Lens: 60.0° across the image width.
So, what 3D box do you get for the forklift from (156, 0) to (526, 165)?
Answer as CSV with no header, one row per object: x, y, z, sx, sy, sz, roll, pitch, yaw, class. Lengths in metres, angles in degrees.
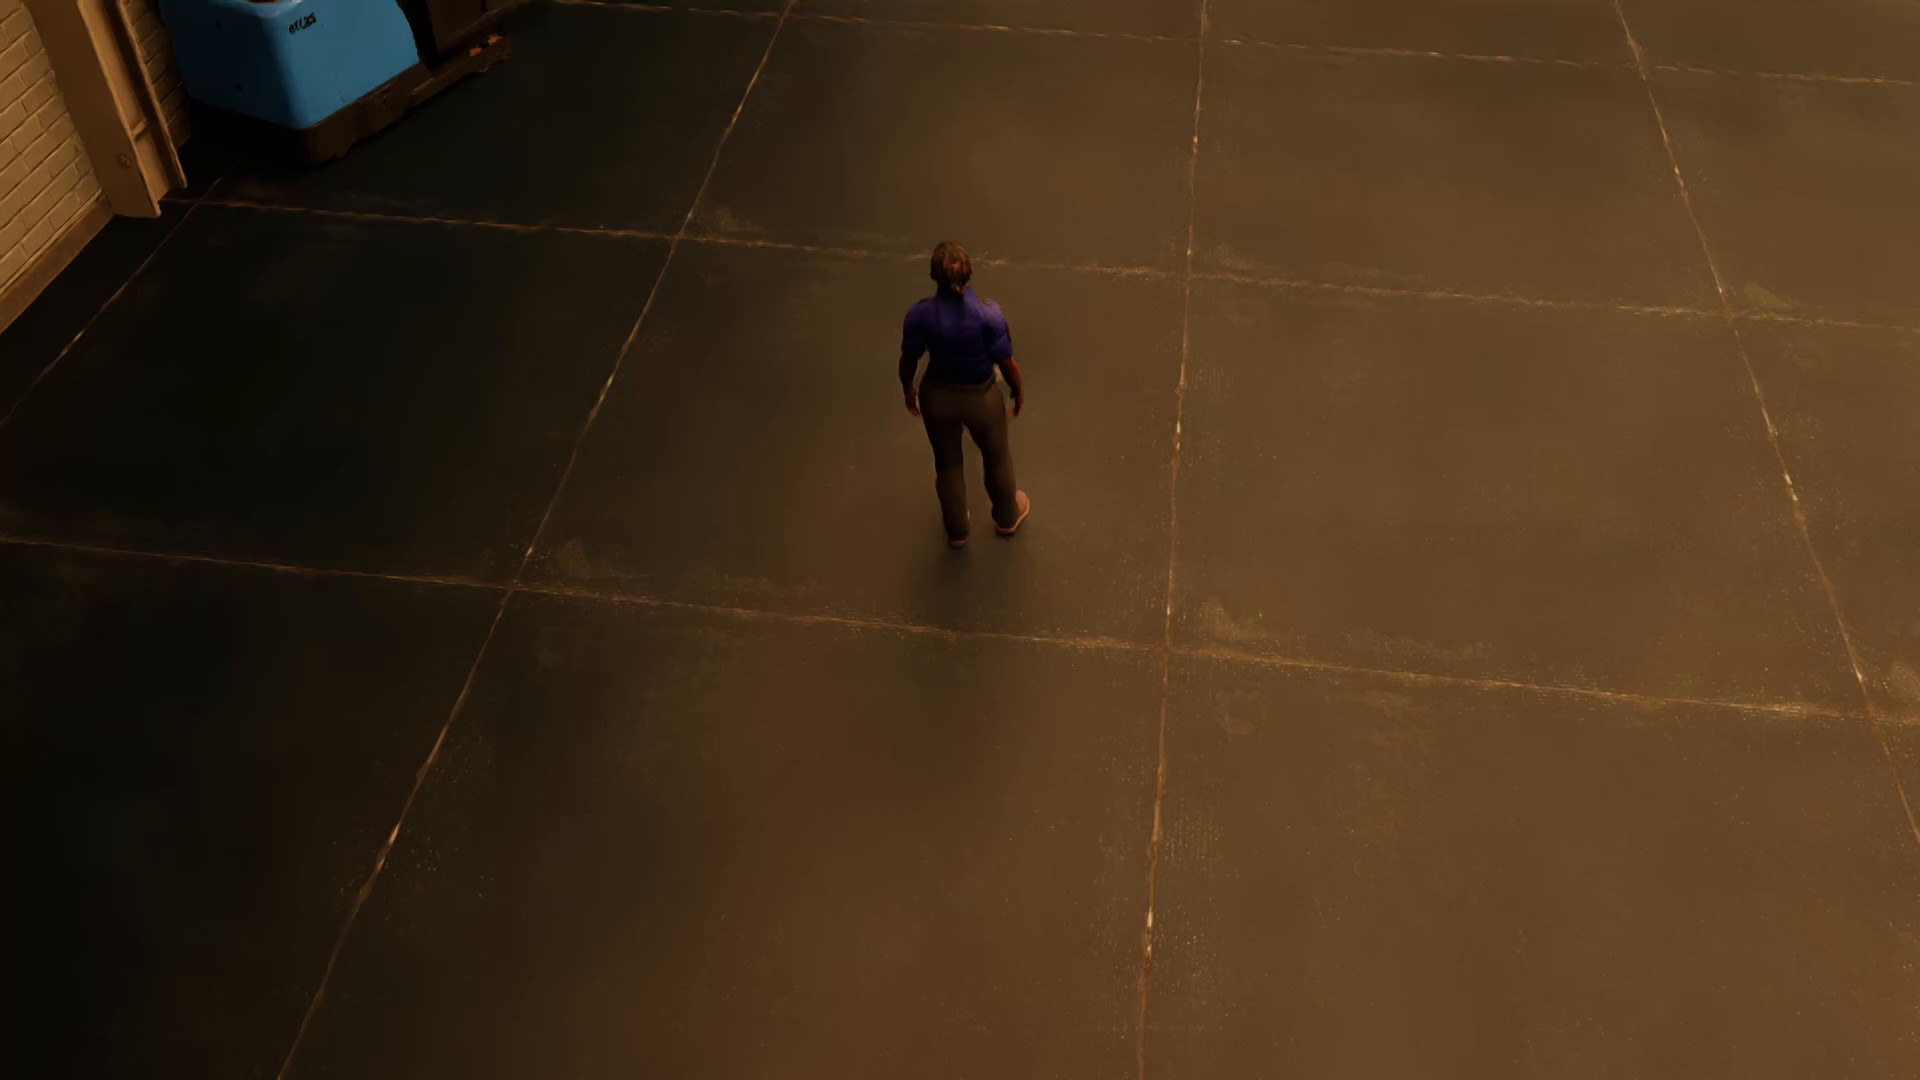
-3.761,-4.400,10.514,1.130,2.935,3.031,19,46,20,forklift

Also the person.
0.031,-0.671,7.389,0.570,1.654,0.503,5,43,6,person
